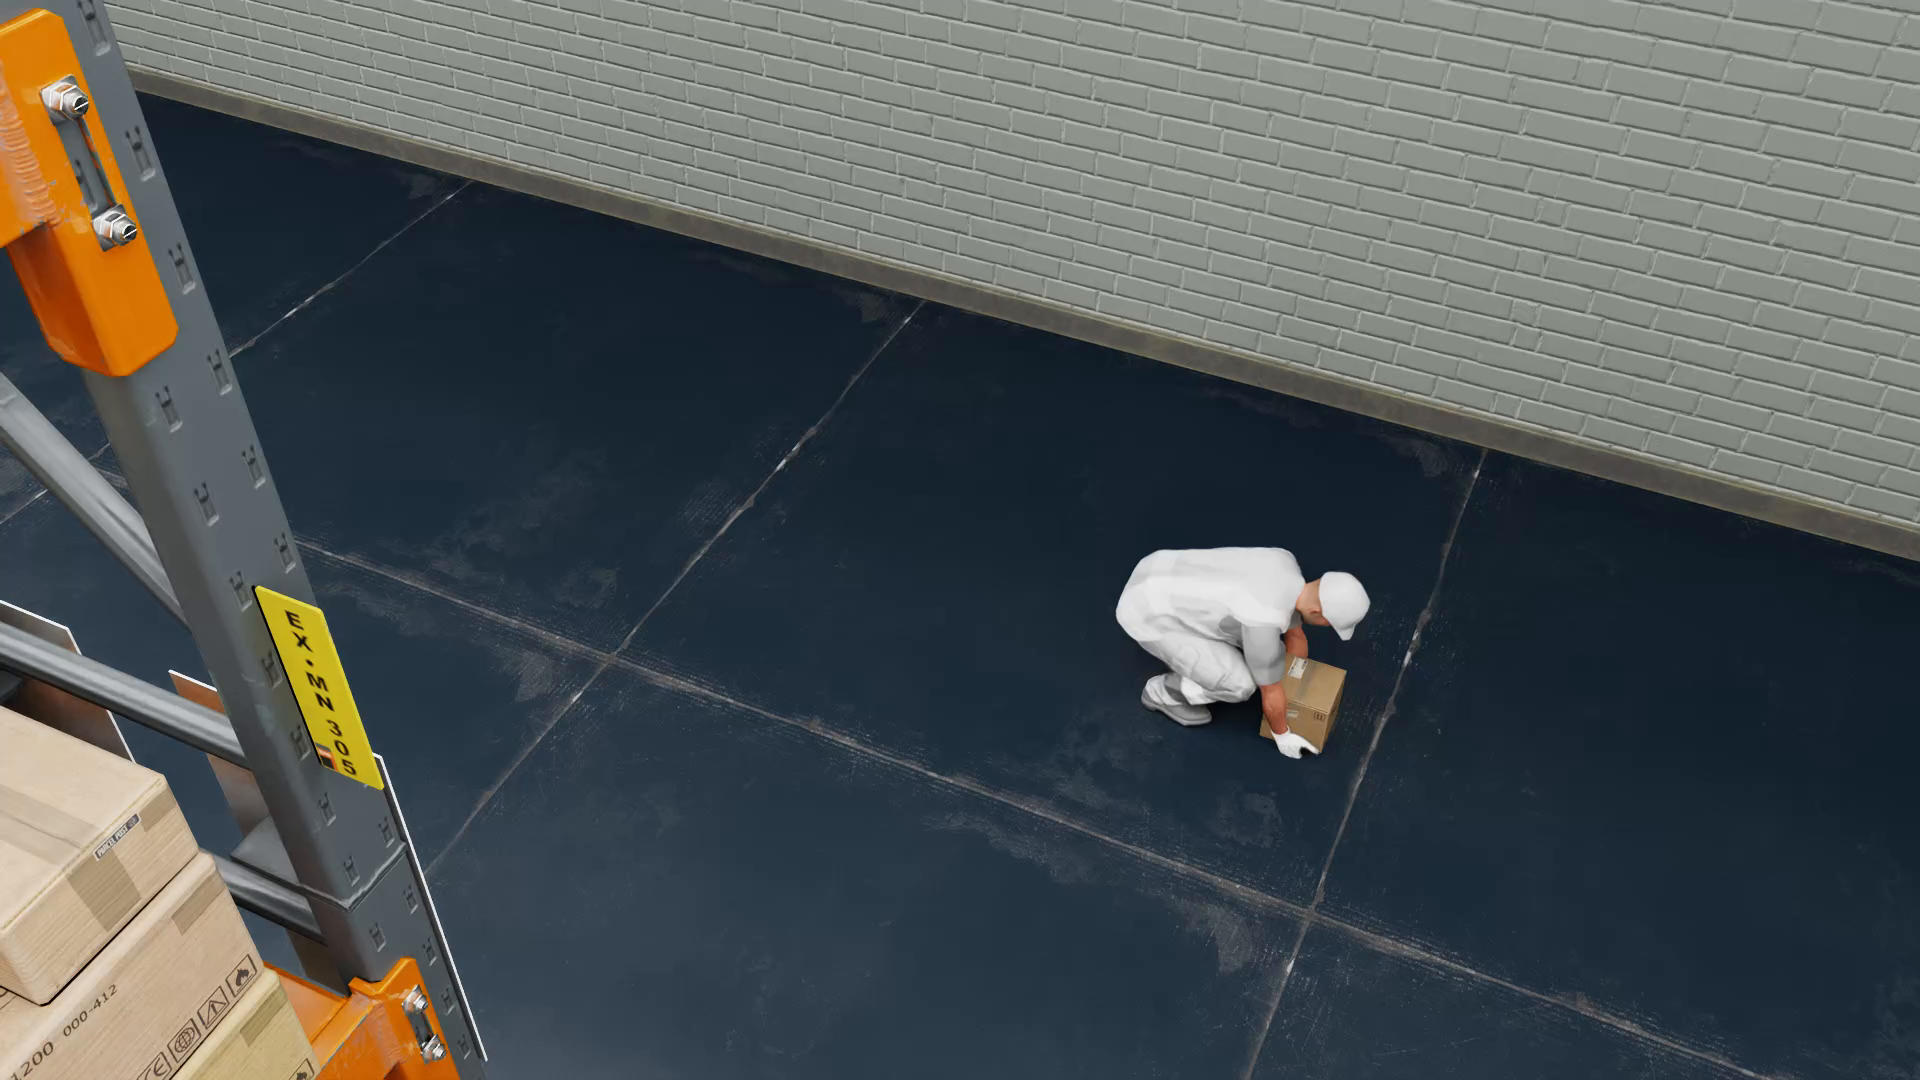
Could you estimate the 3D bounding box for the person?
[{"bbox_3d":[1.081,0.391,6.523,0.933,0.856,0.538,17,44,18],"label":"person"}]
